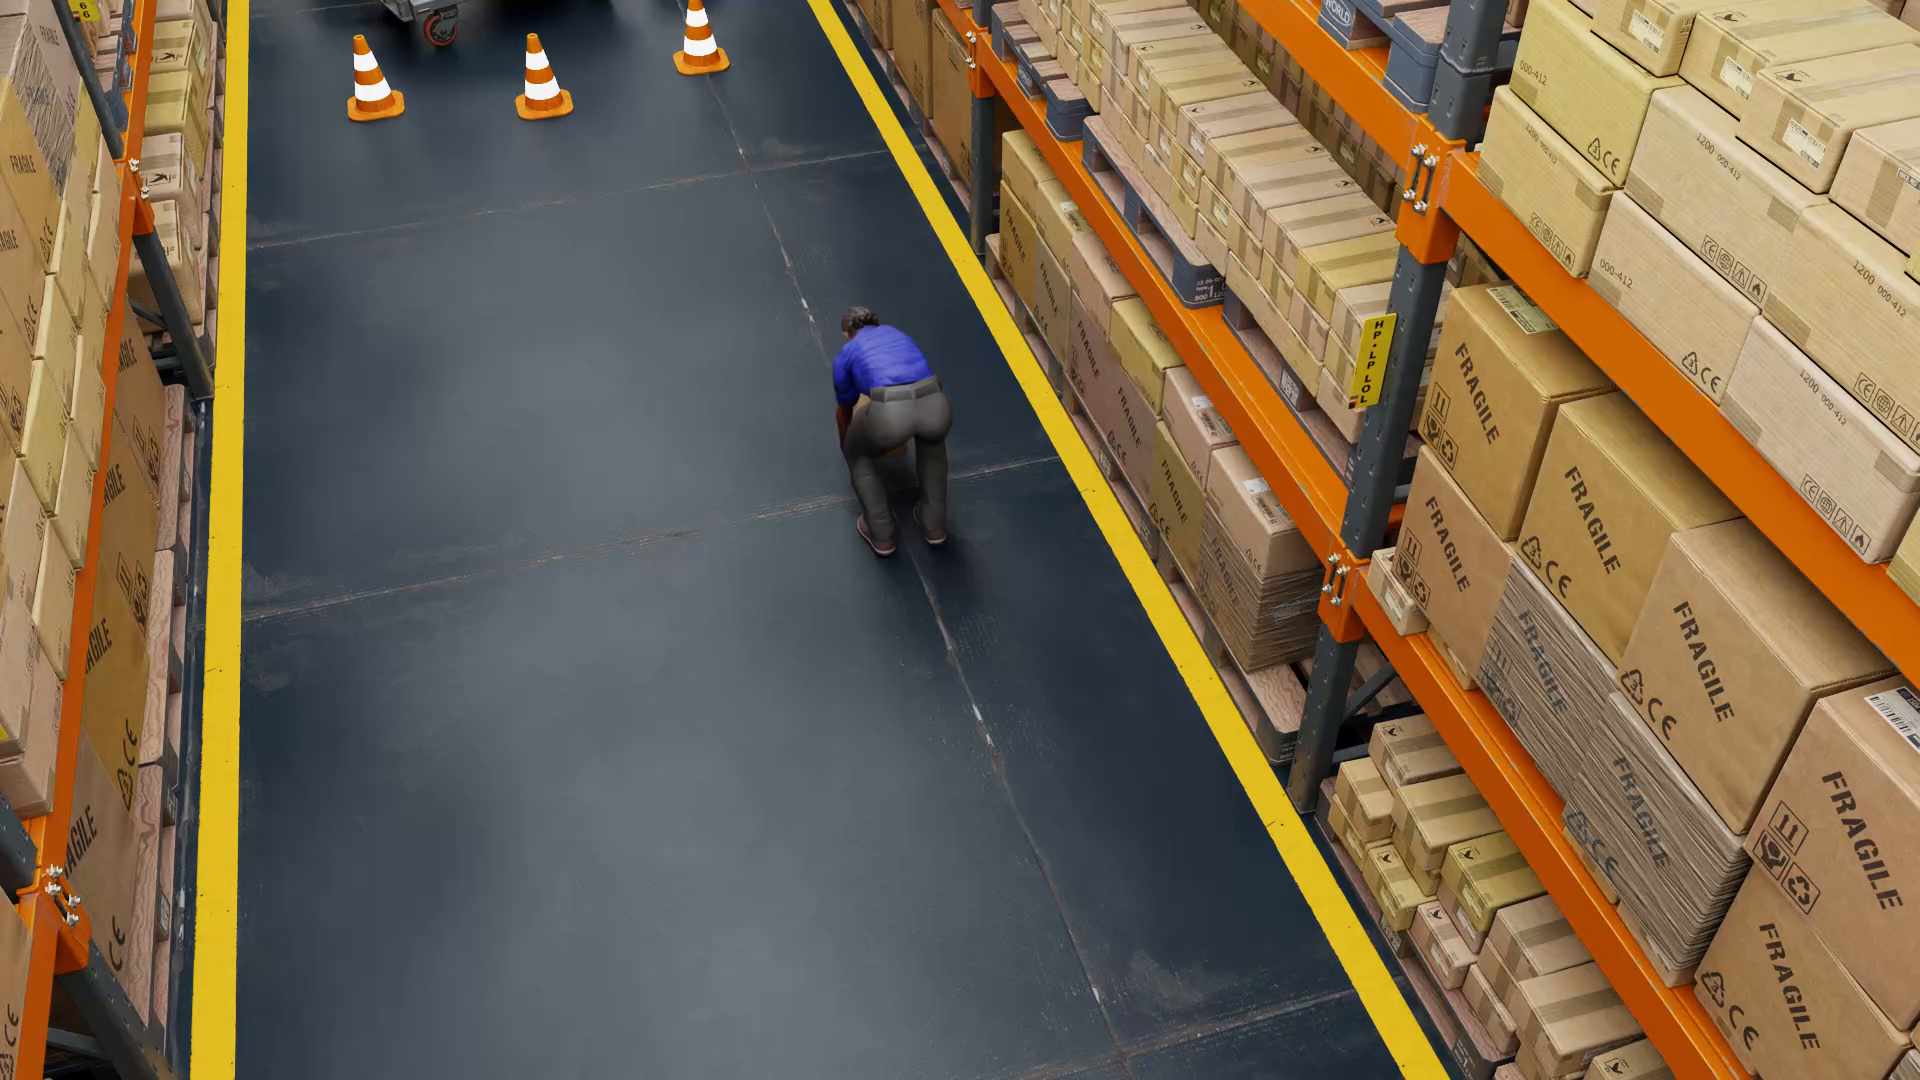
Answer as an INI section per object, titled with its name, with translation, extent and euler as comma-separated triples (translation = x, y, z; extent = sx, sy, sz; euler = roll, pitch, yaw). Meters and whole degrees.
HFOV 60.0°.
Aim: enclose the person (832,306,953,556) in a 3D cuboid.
[person]
translation = -0.315, -0.498, 7.241
extent = 0.450, 0.941, 0.875
euler = -14, 44, -15
